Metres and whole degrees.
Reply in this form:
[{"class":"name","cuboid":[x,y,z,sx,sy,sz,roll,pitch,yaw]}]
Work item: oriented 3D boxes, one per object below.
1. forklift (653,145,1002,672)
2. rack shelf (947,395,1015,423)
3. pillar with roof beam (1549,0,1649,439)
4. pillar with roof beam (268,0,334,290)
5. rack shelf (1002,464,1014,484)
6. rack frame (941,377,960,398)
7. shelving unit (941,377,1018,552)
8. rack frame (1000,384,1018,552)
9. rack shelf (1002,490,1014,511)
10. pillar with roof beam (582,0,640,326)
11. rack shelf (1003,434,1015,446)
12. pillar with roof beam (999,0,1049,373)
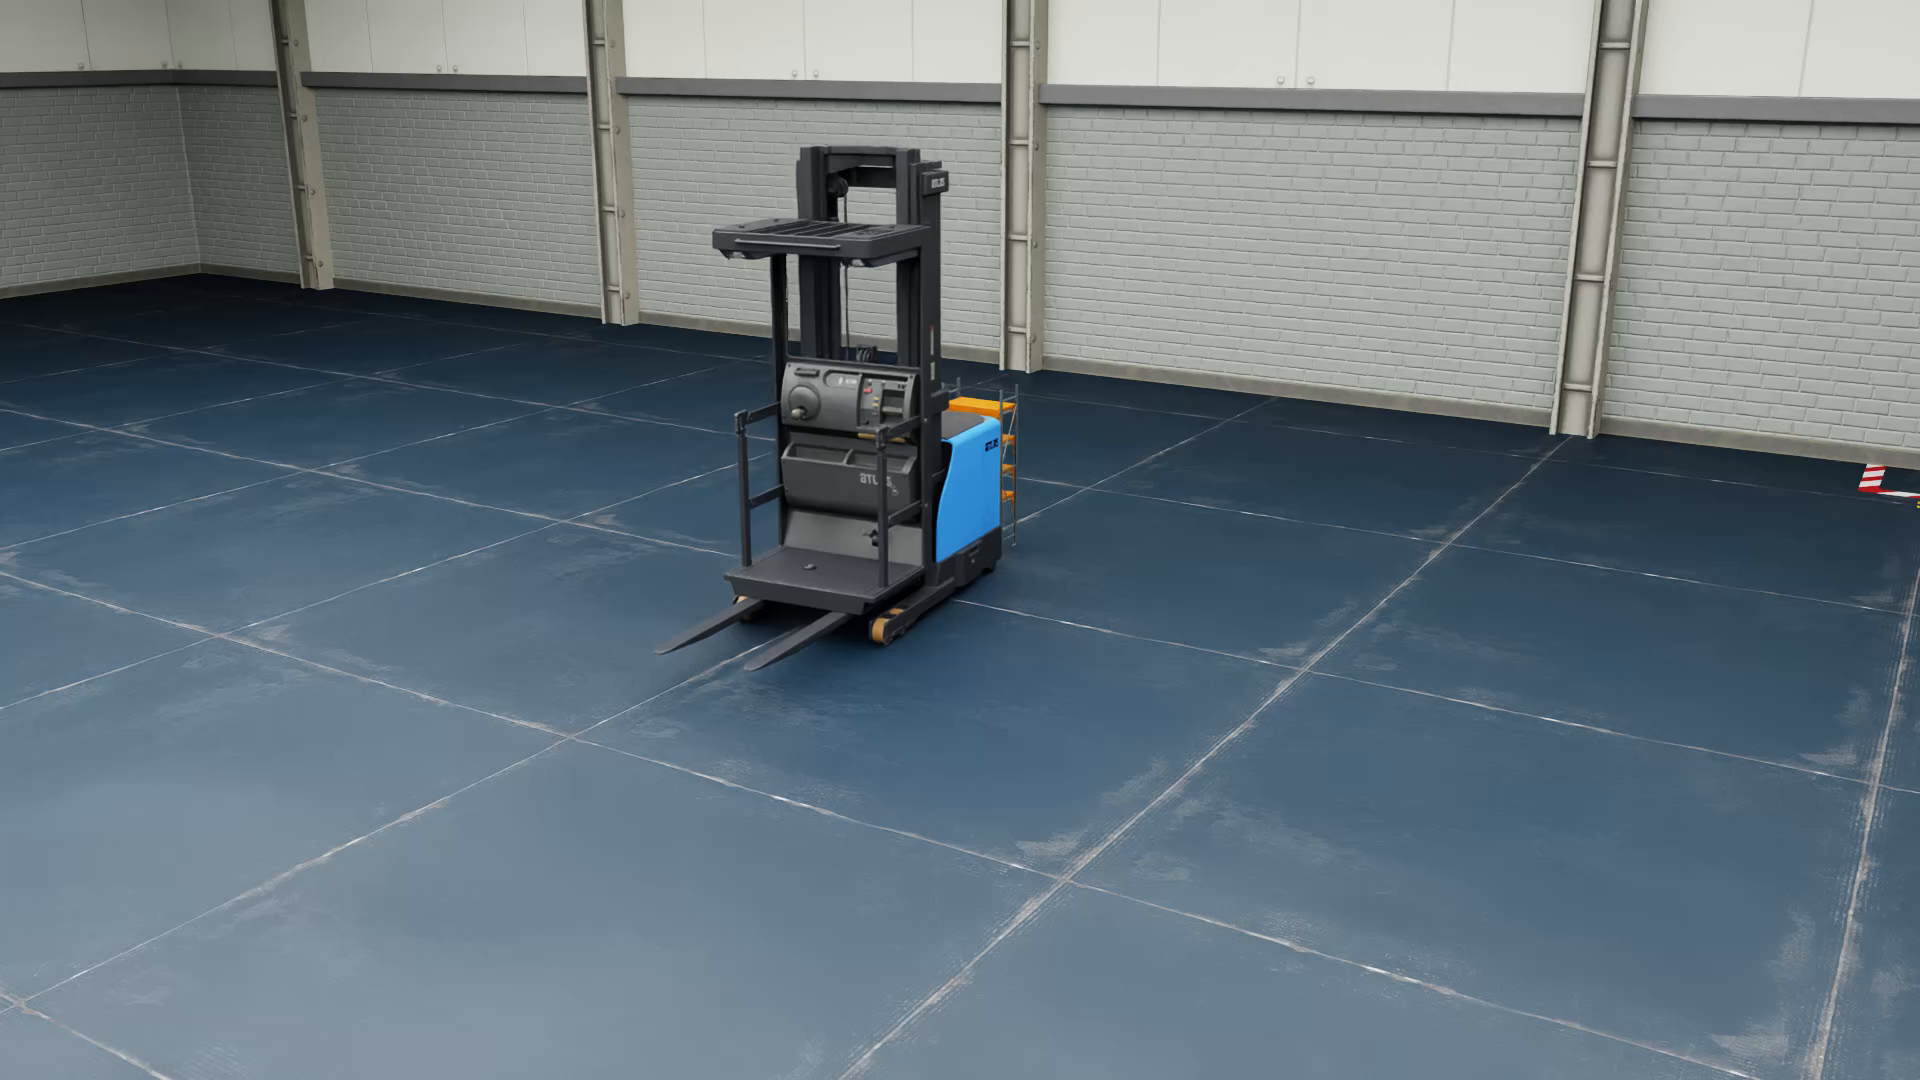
[{"class":"forklift","cuboid":[-0.800,-0.902,10.309,1.130,2.935,3.031,8,19,25]},{"class":"rack shelf","cuboid":[0.141,-0.925,12.010,0.480,0.148,0.258,10,20,30]},{"class":"pillar with roof beam","cuboid":[3.549,-4.248,10.884,0.400,9.000,9.100,10,20,30]},{"class":"pillar with roof beam","cuboid":[-11.789,-6.986,19.897,0.400,9.000,9.100,10,20,30]},{"class":"rack shelf","cuboid":[0.141,-0.485,12.143,0.480,0.148,0.258,10,20,30]},{"class":"rack frame","cuboid":[-0.067,-0.586,12.246,0.015,1.200,0.240,10,20,30]},{"class":"shelving unit","cuboid":[0.141,-0.549,12.124,0.503,1.200,0.258,10,20,30]},{"class":"rack frame","cuboid":[0.349,-0.512,12.002,0.015,1.200,0.240,10,20,30]},{"class":"rack shelf","cuboid":[0.141,-0.295,12.201,0.480,0.148,0.258,10,20,30]},{"class":"pillar with roof beam","cuboid":[-6.676,-6.073,16.893,0.400,9.000,9.100,10,20,30]},{"class":"rack shelf","cuboid":[0.141,-0.699,12.078,0.480,0.148,0.258,10,20,30]},{"class":"pillar with roof beam","cuboid":[-1.563,-5.161,13.888,0.400,9.000,9.100,10,20,30]}]
